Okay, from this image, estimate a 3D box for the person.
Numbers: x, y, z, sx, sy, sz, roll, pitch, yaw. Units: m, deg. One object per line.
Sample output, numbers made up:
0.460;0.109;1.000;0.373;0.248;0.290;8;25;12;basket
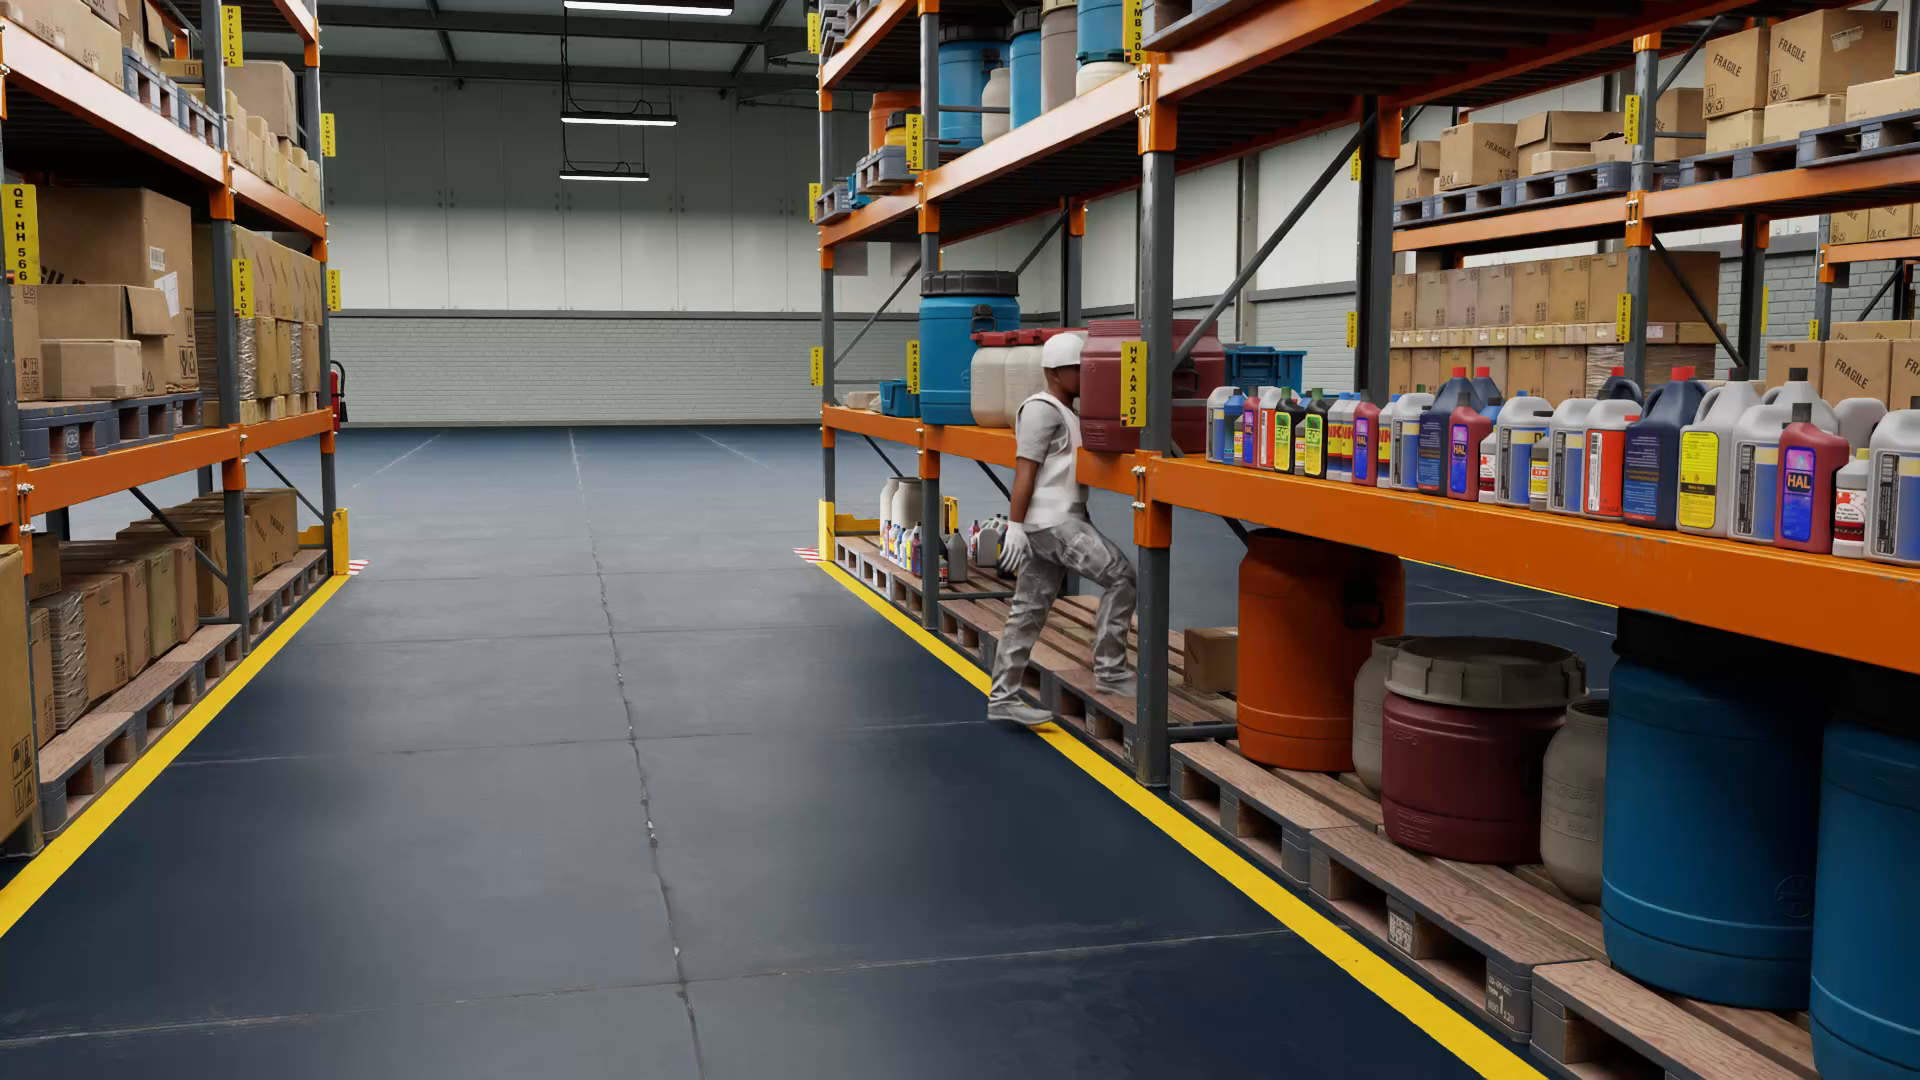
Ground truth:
0.522;-0.040;7.459;0.801;1.762;0.590;1;6;10;person
